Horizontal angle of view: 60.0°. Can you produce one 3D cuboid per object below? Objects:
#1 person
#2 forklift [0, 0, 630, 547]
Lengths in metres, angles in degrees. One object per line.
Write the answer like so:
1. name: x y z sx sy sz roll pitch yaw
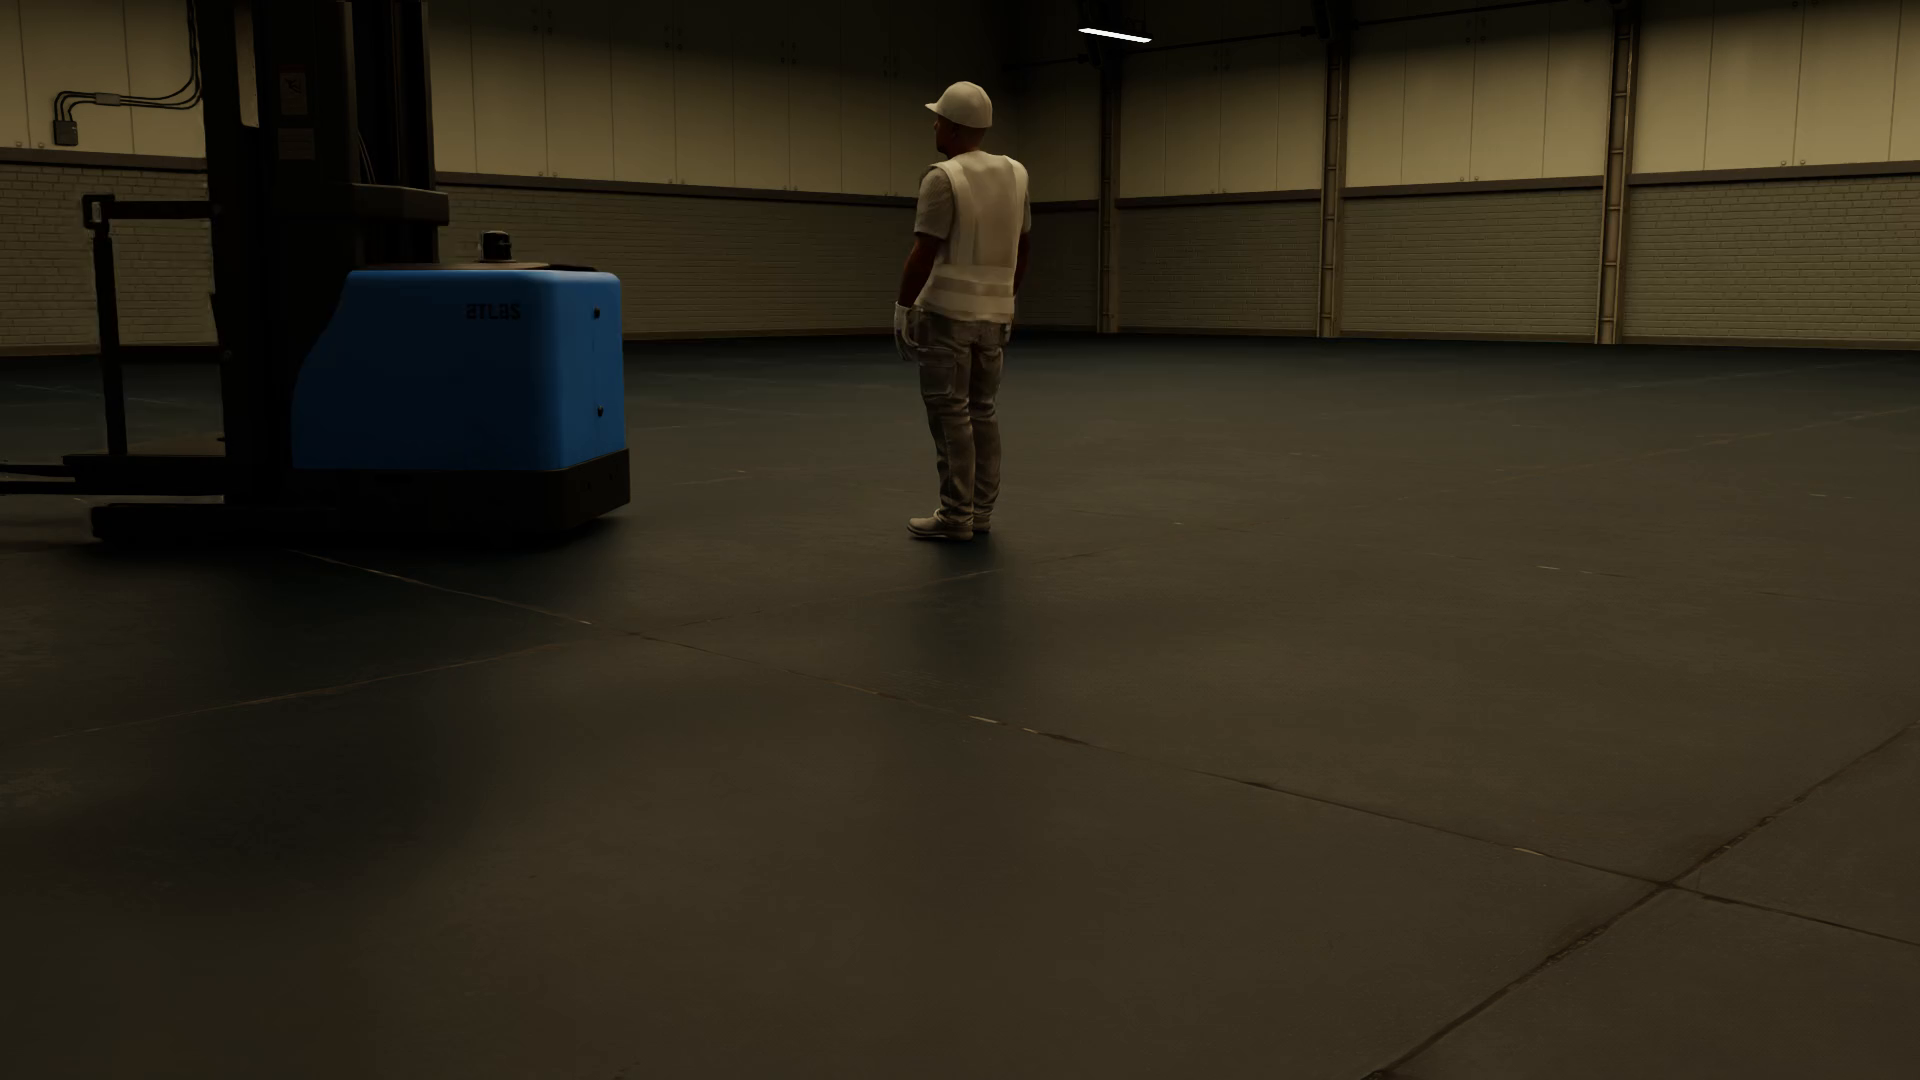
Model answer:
1. person: -0.047 -0.897 6.639 0.575 1.784 0.656 8 12 43
2. forklift: -3.002 -1.500 6.838 3.031 2.935 1.130 1 9 5
